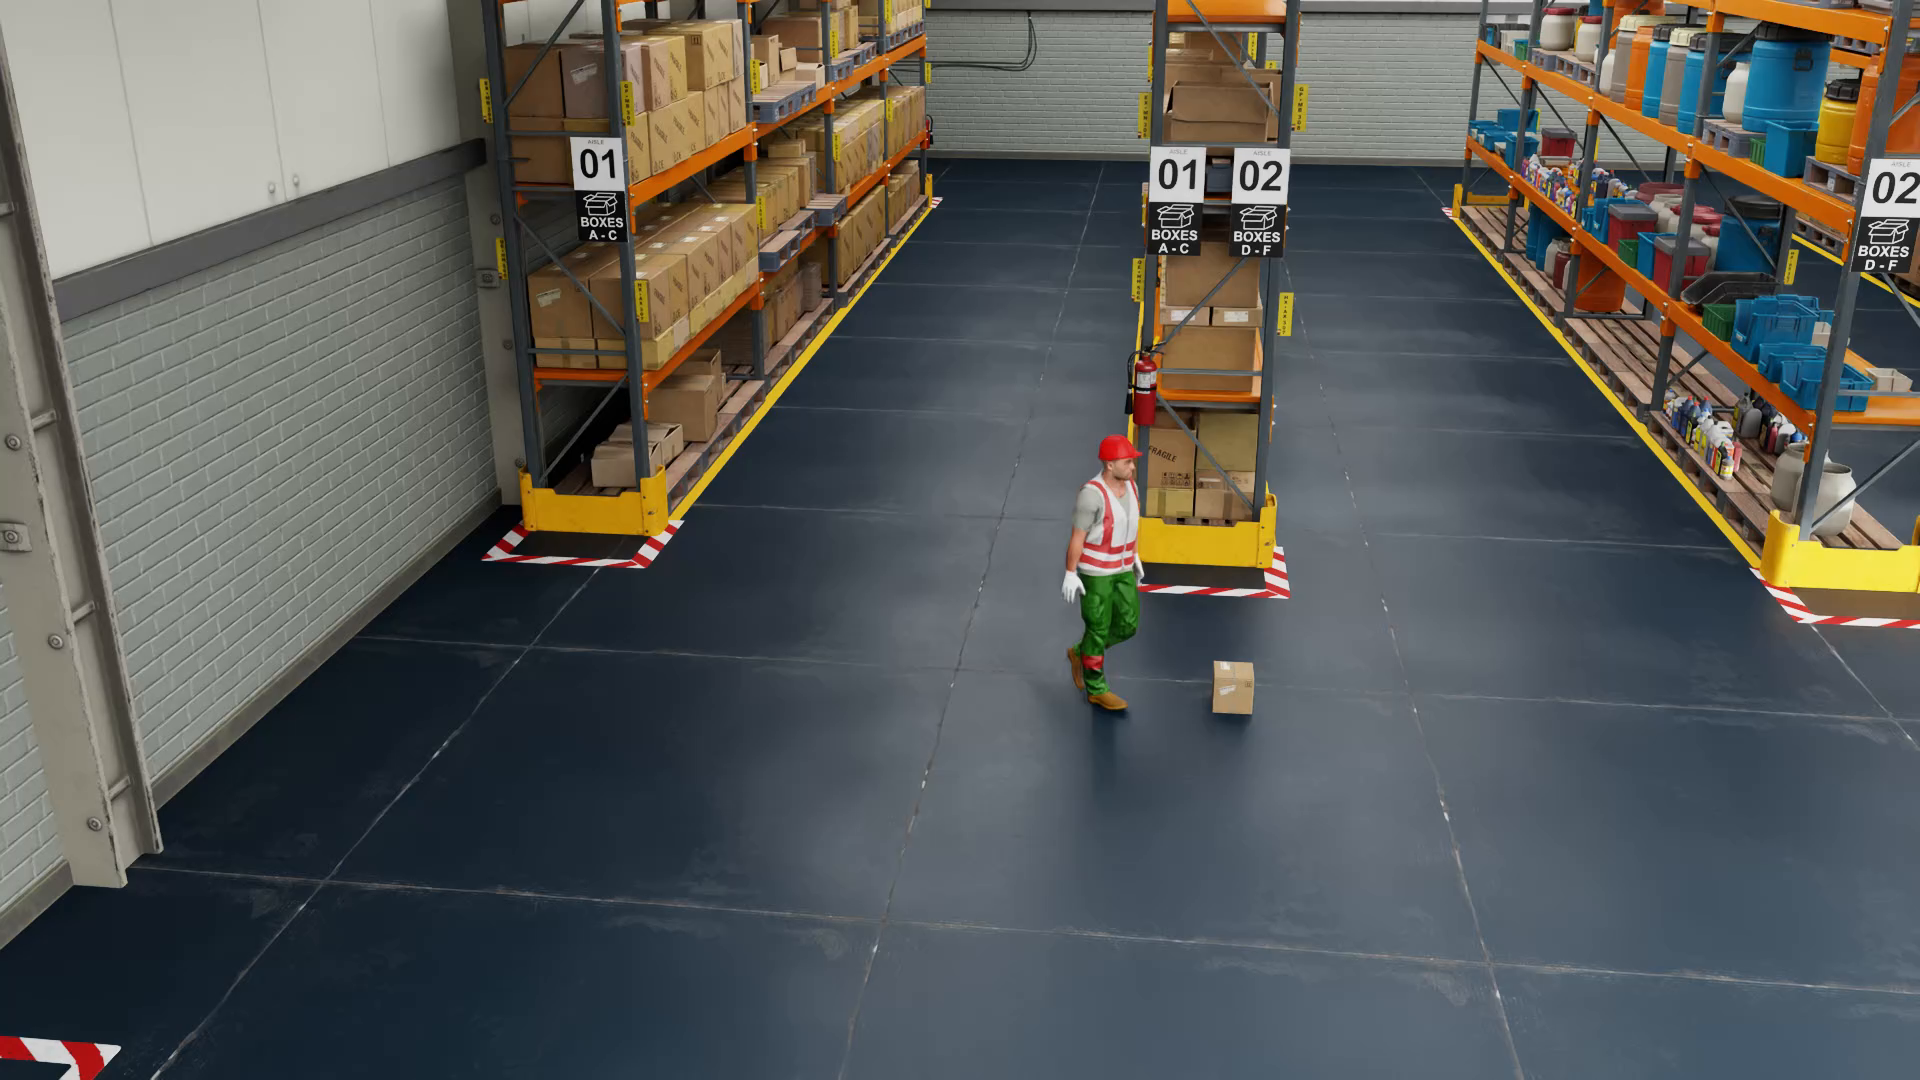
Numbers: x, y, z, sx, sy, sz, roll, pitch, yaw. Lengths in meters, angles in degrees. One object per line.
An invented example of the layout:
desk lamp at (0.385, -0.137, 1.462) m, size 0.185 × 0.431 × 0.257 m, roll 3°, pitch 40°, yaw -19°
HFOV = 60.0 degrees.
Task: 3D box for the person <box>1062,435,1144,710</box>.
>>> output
person at (0.895, 0.186, 10.548) m, size 0.604 × 1.784 × 0.570 m, roll -19°, pitch 28°, yaw -41°
